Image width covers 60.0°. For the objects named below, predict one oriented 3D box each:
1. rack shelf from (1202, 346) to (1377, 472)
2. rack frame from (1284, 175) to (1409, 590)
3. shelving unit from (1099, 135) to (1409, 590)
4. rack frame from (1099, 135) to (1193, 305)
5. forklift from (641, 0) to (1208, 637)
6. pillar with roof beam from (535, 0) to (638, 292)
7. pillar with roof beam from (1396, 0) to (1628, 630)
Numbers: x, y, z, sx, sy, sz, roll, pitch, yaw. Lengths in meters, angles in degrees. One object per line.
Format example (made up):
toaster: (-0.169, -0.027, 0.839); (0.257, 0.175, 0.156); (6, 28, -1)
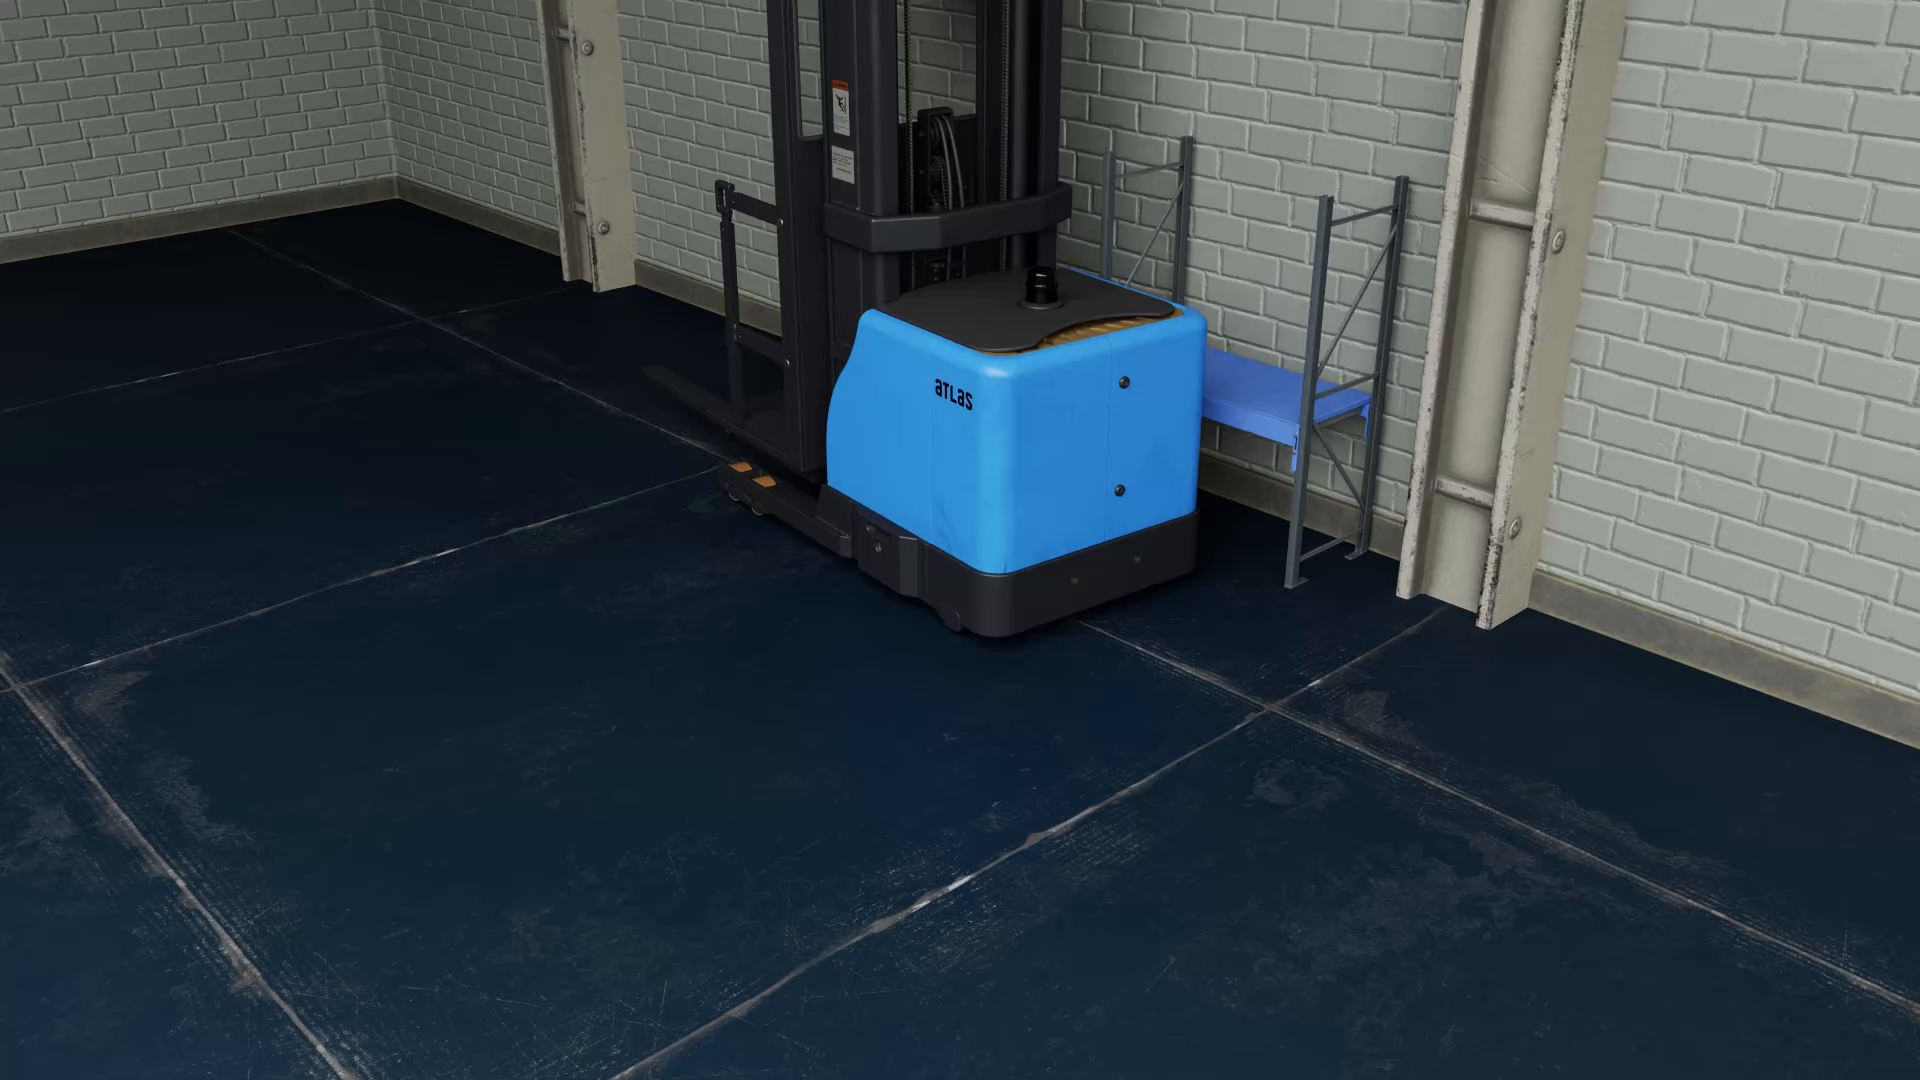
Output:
rack shelf: (1.090, -0.560, 6.604); (0.538, 0.185, 1.000); (-21, 32, -38)
rack frame: (1.433, -0.568, 6.188); (0.500, 1.500, 0.032); (-21, 32, -38)
shelving unit: (1.090, -0.724, 6.529); (0.538, 1.500, 1.048); (-21, 32, -38)
rack frame: (0.746, -0.879, 6.870); (0.500, 1.500, 0.032); (-21, 32, -38)
forklift: (-0.375, -1.543, 6.601); (1.130, 2.935, 3.031); (-17, 30, -33)
pillar with roof beam: (-5.350, -4.467, 5.700); (9.100, 9.000, 0.400); (-21, 32, -38)
pillar with roof beam: (-1.249, -2.649, 1.715); (9.100, 9.000, 0.400); (-21, 32, -38)
